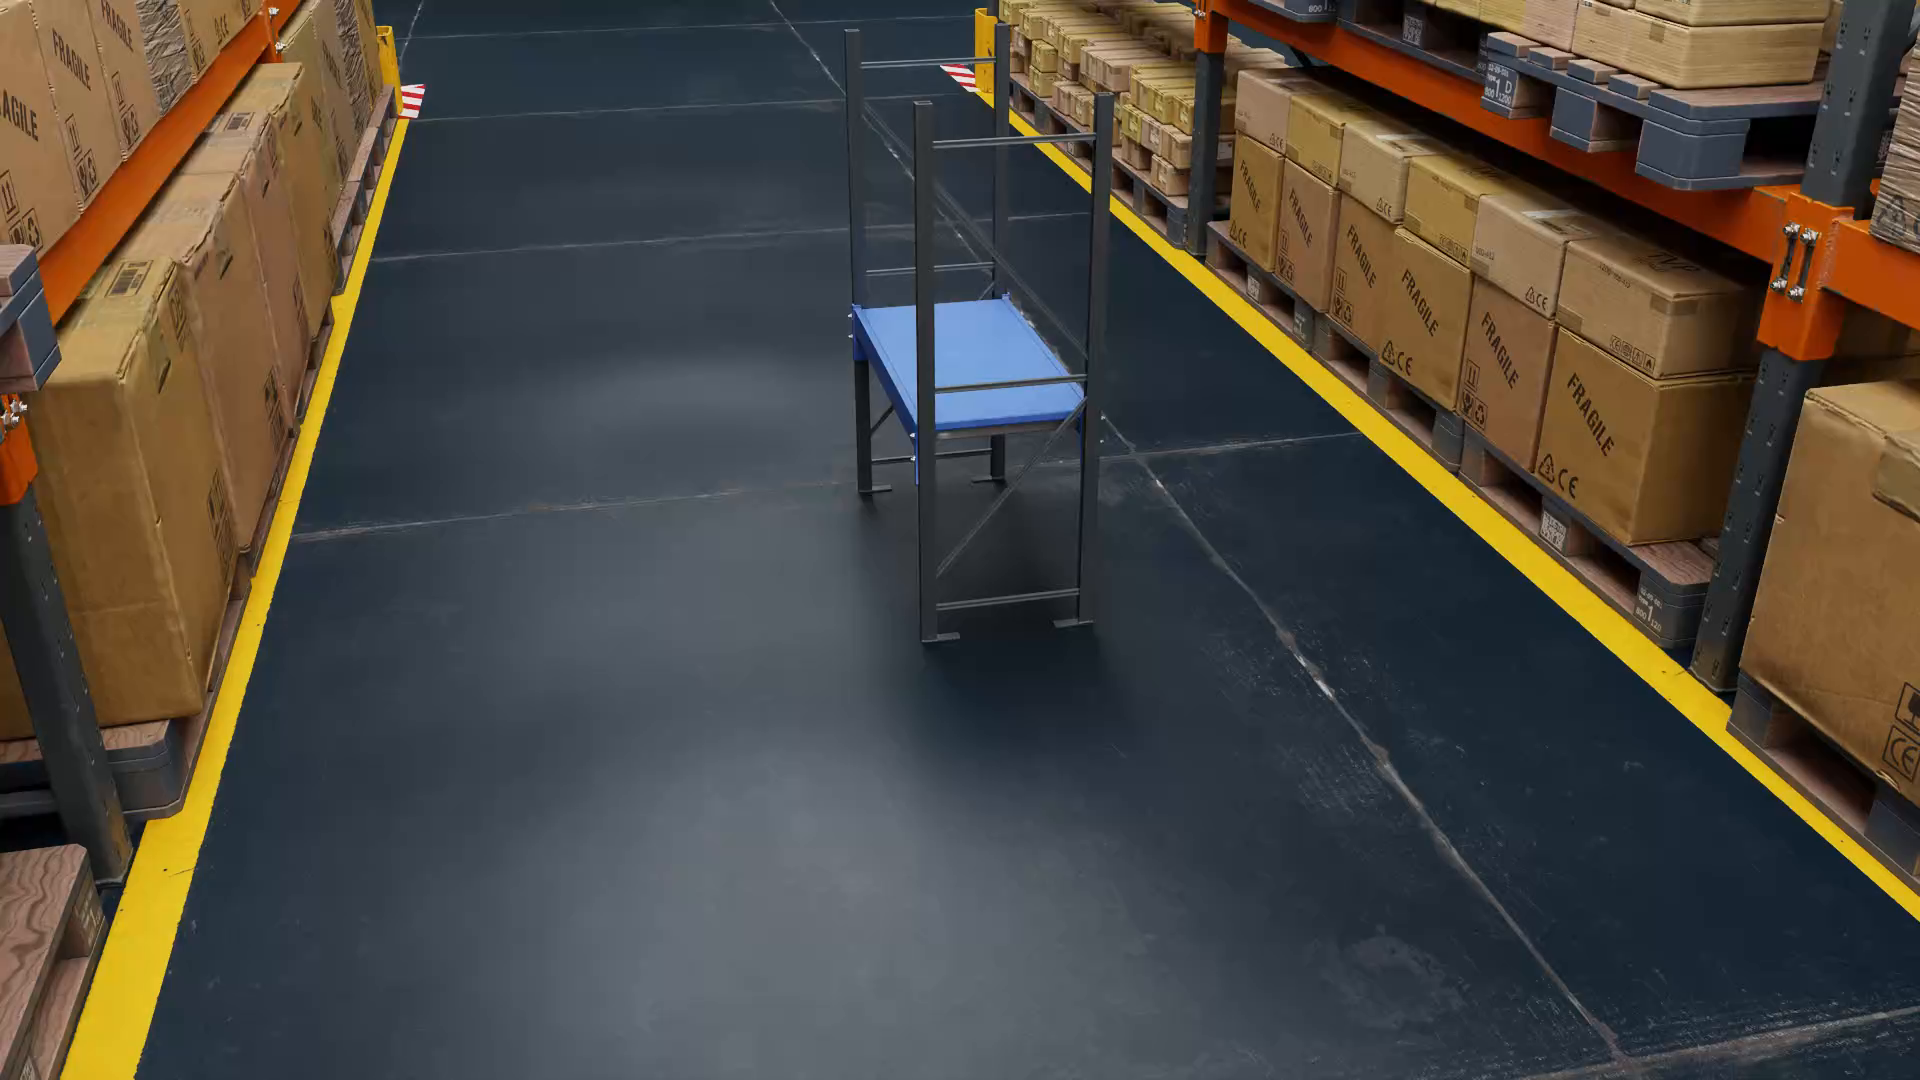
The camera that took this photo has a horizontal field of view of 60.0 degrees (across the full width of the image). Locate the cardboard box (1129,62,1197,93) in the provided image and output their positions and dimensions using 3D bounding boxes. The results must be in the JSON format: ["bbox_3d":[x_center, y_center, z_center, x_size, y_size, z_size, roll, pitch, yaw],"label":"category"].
[{"bbox_3d":[1.107,-2.406,8.725,0.380,0.149,0.250,-5,27,-10],"label":"cardboard box"}]

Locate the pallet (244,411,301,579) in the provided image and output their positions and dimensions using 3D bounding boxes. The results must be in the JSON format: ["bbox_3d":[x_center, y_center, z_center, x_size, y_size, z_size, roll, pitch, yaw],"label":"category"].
[{"bbox_3d":[-2.747,-0.185,5.383,1.003,0.211,1.213,-6,27,-12],"label":"pallet"}]

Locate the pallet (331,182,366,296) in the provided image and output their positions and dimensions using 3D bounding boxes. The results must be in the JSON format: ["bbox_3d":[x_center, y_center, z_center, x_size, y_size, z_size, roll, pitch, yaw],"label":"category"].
[{"bbox_3d":[-3.368,-1.395,7.779,1.003,0.211,1.213,-6,27,-12],"label":"pallet"}]

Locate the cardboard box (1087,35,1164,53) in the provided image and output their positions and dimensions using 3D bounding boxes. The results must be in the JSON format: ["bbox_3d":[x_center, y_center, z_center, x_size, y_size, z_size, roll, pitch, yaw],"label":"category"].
[{"bbox_3d":[0.934,-2.753,9.412,0.380,0.149,0.250,-6,27,-11],"label":"cardboard box"}]

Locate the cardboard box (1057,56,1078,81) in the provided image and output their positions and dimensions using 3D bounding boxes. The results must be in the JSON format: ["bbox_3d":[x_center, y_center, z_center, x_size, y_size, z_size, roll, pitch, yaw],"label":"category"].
[{"bbox_3d":[0.802,-2.850,9.935,0.380,0.149,0.250,-7,28,-14],"label":"cardboard box"}]

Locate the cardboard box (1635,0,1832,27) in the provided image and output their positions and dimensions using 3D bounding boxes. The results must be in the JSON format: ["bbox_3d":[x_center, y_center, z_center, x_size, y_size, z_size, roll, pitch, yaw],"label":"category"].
[{"bbox_3d":[1.929,-1.380,4.137,0.380,0.149,0.250,-5,27,-11],"label":"cardboard box"}]

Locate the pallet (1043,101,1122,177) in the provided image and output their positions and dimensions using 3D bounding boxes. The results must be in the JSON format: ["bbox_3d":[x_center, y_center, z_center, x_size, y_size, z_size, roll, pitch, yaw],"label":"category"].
[{"bbox_3d":[1.118,-2.340,9.652,1.003,0.211,1.213,-6,27,-12],"label":"pallet"}]

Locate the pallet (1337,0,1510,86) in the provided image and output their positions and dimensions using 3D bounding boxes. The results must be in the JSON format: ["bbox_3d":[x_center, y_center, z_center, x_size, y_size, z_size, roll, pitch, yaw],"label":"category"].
[{"bbox_3d":[1.998,-1.780,5.661,1.003,0.211,1.213,-6,27,-12],"label":"pallet"}]

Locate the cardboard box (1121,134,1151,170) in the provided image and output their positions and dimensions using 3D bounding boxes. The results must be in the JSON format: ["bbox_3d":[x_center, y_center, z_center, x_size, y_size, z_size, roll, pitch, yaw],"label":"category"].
[{"bbox_3d":[1.063,-2.041,8.663,0.380,0.149,0.250,-7,28,-13],"label":"cardboard box"}]

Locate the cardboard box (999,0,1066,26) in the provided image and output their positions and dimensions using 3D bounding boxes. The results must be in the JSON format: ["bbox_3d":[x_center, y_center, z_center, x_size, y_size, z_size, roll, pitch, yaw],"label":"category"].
[{"bbox_3d":[0.468,-3.429,10.752,0.380,0.149,0.250,-7,28,-14],"label":"cardboard box"}]

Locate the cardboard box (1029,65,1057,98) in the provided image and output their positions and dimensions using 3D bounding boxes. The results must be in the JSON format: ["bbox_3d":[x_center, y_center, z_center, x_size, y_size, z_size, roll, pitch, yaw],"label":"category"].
[{"bbox_3d":[0.640,-2.827,10.220,0.380,0.149,0.250,-6,27,-11],"label":"cardboard box"}]

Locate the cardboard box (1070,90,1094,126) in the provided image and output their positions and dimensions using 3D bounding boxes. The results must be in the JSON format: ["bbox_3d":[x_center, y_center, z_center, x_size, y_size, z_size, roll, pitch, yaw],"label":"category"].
[{"bbox_3d":[0.849,-2.488,9.547,0.380,0.149,0.250,-6,27,-12],"label":"cardboard box"}]

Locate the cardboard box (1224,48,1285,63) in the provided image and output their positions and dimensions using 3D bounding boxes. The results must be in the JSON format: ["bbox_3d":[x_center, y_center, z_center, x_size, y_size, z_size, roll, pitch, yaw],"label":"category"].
[{"bbox_3d":[1.539,-2.575,9.060,0.380,0.149,0.250,-5,27,-10],"label":"cardboard box"}]

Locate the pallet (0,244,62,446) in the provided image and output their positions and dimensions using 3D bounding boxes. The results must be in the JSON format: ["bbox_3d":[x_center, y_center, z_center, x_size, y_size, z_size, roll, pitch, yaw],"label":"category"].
[{"bbox_3d":[-2.107,-0.154,2.439,1.213,0.211,1.003,-6,27,-12],"label":"pallet"}]

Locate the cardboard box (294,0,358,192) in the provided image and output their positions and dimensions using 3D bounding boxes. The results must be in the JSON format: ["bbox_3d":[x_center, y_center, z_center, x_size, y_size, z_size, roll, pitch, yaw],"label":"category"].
[{"bbox_3d":[-3.546,-2.230,8.230,0.875,0.875,0.875,-6,27,-12],"label":"cardboard box"}]

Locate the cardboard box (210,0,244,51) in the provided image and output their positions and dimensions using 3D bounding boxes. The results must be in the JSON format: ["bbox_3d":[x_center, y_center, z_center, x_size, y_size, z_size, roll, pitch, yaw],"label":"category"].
[{"bbox_3d":[-2.796,-1.947,5.667,0.500,0.500,0.500,-5,27,-10],"label":"cardboard box"}]

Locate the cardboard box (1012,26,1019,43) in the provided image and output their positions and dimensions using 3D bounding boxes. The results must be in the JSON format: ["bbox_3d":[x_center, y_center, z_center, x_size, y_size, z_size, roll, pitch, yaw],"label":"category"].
[{"bbox_3d":[0.549,-3.305,10.836,0.380,0.149,0.250,-5,27,-9],"label":"cardboard box"}]

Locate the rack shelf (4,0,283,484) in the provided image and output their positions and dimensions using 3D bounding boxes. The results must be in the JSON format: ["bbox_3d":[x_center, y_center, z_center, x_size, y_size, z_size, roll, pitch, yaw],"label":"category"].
[{"bbox_3d":[-2.822,-1.099,4.896,1.077,0.370,4.000,-6,27,-12],"label":"rack shelf"}]

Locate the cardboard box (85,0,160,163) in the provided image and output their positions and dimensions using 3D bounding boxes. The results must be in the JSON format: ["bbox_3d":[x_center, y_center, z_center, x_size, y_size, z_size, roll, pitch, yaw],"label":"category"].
[{"bbox_3d":[-2.453,-1.278,4.342,0.500,0.500,0.500,-6,27,-13],"label":"cardboard box"}]

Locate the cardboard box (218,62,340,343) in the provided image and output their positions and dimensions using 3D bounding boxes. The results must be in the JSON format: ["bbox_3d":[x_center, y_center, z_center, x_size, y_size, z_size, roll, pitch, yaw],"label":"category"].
[{"bbox_3d":[-3.109,-1.258,6.305,1.225,0.875,0.875,-6,27,-11],"label":"cardboard box"}]

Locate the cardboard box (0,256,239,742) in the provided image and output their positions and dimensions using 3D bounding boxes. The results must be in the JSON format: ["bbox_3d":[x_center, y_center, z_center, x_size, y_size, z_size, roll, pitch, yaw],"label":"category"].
[{"bbox_3d":[-2.506,-0.086,3.983,1.225,0.875,0.875,-7,28,-14],"label":"cardboard box"}]

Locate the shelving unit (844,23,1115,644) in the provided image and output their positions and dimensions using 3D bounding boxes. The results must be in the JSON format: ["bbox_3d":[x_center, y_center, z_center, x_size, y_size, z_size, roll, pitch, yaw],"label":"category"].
[{"bbox_3d":[0.019,-0.632,4.838,0.538,1.500,1.048,-6,27,-12],"label":"shelving unit"}]

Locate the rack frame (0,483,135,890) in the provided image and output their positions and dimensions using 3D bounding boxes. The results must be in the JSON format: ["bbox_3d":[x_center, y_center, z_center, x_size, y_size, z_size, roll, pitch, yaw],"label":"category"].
[{"bbox_3d":[-2.371,-0.542,2.994,1.000,3.000,0.127,-6,27,-12],"label":"rack frame"}]

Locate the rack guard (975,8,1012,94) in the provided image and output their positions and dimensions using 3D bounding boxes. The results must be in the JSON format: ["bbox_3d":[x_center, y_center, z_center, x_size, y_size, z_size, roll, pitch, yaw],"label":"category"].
[{"bbox_3d":[0.698,-3.364,11.360,1.175,0.500,0.348,-6,27,-12],"label":"rack guard"}]

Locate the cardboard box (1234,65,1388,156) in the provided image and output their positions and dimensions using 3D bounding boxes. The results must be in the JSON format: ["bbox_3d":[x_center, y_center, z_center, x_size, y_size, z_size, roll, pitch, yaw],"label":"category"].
[{"bbox_3d":[1.492,-1.812,6.987,0.500,0.250,0.500,-7,28,-14],"label":"cardboard box"}]

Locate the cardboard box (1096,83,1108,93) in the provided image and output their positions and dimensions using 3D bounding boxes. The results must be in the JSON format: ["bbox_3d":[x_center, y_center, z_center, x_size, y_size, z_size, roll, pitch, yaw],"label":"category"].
[{"bbox_3d":[0.973,-2.494,9.229,0.380,0.149,0.250,-7,28,-14],"label":"cardboard box"}]

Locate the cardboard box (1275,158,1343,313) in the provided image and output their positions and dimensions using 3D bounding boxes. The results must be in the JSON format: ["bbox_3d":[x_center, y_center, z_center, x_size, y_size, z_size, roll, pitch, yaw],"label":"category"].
[{"bbox_3d":[1.612,-1.245,6.696,0.500,0.500,0.500,-5,27,-9],"label":"cardboard box"}]

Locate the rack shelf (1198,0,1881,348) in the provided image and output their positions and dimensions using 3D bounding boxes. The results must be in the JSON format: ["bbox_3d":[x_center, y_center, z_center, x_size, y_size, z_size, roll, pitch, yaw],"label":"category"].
[{"bbox_3d":[2.033,-1.558,5.806,1.077,0.370,4.000,-6,27,-12],"label":"rack shelf"}]

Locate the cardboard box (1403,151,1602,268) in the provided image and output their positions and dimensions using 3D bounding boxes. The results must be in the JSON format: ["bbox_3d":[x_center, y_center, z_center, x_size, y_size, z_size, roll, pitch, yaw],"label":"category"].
[{"bbox_3d":[1.851,-1.126,5.628,0.500,0.250,0.500,-5,27,-10],"label":"cardboard box"}]

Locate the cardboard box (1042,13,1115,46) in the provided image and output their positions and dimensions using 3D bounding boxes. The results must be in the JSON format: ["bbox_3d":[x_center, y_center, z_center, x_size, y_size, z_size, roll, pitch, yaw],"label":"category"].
[{"bbox_3d":[0.716,-3.096,10.093,0.380,0.149,0.250,-7,28,-14],"label":"cardboard box"}]

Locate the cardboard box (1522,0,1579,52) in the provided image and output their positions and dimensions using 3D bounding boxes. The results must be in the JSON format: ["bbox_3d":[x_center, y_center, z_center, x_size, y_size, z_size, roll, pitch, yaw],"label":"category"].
[{"bbox_3d":[1.813,-1.468,4.643,0.380,0.149,0.250,-5,27,-11],"label":"cardboard box"}]

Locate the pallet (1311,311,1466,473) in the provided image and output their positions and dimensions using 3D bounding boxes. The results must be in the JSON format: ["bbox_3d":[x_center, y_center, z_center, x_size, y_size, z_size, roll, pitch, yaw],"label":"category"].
[{"bbox_3d":[2.038,-0.634,6.272,1.003,0.211,1.213,-6,27,-12],"label":"pallet"}]

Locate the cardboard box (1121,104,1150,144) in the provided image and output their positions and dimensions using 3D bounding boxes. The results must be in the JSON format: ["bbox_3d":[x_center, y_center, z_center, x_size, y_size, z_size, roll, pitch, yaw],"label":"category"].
[{"bbox_3d":[1.051,-2.144,8.537,0.380,0.149,0.250,-7,28,-13],"label":"cardboard box"}]

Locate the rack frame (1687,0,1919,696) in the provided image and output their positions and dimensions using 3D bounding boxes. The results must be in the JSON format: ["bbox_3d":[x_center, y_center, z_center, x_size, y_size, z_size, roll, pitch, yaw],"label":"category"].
[{"bbox_3d":[2.484,-1.001,3.904,1.000,3.000,0.127,-6,27,-12],"label":"rack frame"}]

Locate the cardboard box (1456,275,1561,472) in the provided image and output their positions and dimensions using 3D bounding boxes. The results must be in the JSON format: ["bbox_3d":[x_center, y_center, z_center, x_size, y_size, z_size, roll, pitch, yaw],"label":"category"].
[{"bbox_3d":[1.968,-0.563,5.345,0.500,0.500,0.500,-5,27,-10],"label":"cardboard box"}]

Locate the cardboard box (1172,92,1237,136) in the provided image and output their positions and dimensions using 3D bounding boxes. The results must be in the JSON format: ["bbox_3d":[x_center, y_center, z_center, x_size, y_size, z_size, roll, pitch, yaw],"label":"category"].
[{"bbox_3d":[1.249,-2.067,8.054,0.380,0.149,0.250,-5,27,-10],"label":"cardboard box"}]

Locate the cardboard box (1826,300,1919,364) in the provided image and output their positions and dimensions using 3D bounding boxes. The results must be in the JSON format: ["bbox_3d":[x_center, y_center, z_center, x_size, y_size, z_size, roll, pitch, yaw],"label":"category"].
[{"bbox_3d":[2.565,-0.735,4.852,0.500,0.250,0.500,-7,28,-14],"label":"cardboard box"}]

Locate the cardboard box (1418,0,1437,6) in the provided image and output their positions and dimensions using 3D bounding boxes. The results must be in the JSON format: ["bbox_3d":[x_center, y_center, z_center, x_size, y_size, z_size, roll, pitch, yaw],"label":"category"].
[{"bbox_3d":[1.641,-1.810,5.320,0.380,0.149,0.250,-5,27,-10],"label":"cardboard box"}]

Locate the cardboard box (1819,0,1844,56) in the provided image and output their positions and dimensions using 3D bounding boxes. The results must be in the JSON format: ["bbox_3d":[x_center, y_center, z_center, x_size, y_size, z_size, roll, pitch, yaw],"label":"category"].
[{"bbox_3d":[2.520,-1.411,4.529,0.380,0.149,0.250,-5,27,-9],"label":"cardboard box"}]

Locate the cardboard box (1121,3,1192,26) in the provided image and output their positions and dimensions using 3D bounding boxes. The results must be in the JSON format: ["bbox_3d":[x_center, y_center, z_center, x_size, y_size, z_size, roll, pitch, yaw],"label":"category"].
[{"bbox_3d":[1.230,-3.270,10.437,0.380,0.149,0.250,-7,28,-13],"label":"cardboard box"}]

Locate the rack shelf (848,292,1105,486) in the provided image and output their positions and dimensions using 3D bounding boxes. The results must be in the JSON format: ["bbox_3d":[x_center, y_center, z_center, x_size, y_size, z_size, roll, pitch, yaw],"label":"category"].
[{"bbox_3d":[0.019,-0.472,4.919,0.538,0.185,1.000,-6,27,-12],"label":"rack shelf"}]

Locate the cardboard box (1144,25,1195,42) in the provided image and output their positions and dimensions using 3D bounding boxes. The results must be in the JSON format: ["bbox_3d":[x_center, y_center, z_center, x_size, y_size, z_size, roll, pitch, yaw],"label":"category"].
[{"bbox_3d":[1.293,-2.910,9.725,0.380,0.149,0.250,-7,28,-13],"label":"cardboard box"}]
